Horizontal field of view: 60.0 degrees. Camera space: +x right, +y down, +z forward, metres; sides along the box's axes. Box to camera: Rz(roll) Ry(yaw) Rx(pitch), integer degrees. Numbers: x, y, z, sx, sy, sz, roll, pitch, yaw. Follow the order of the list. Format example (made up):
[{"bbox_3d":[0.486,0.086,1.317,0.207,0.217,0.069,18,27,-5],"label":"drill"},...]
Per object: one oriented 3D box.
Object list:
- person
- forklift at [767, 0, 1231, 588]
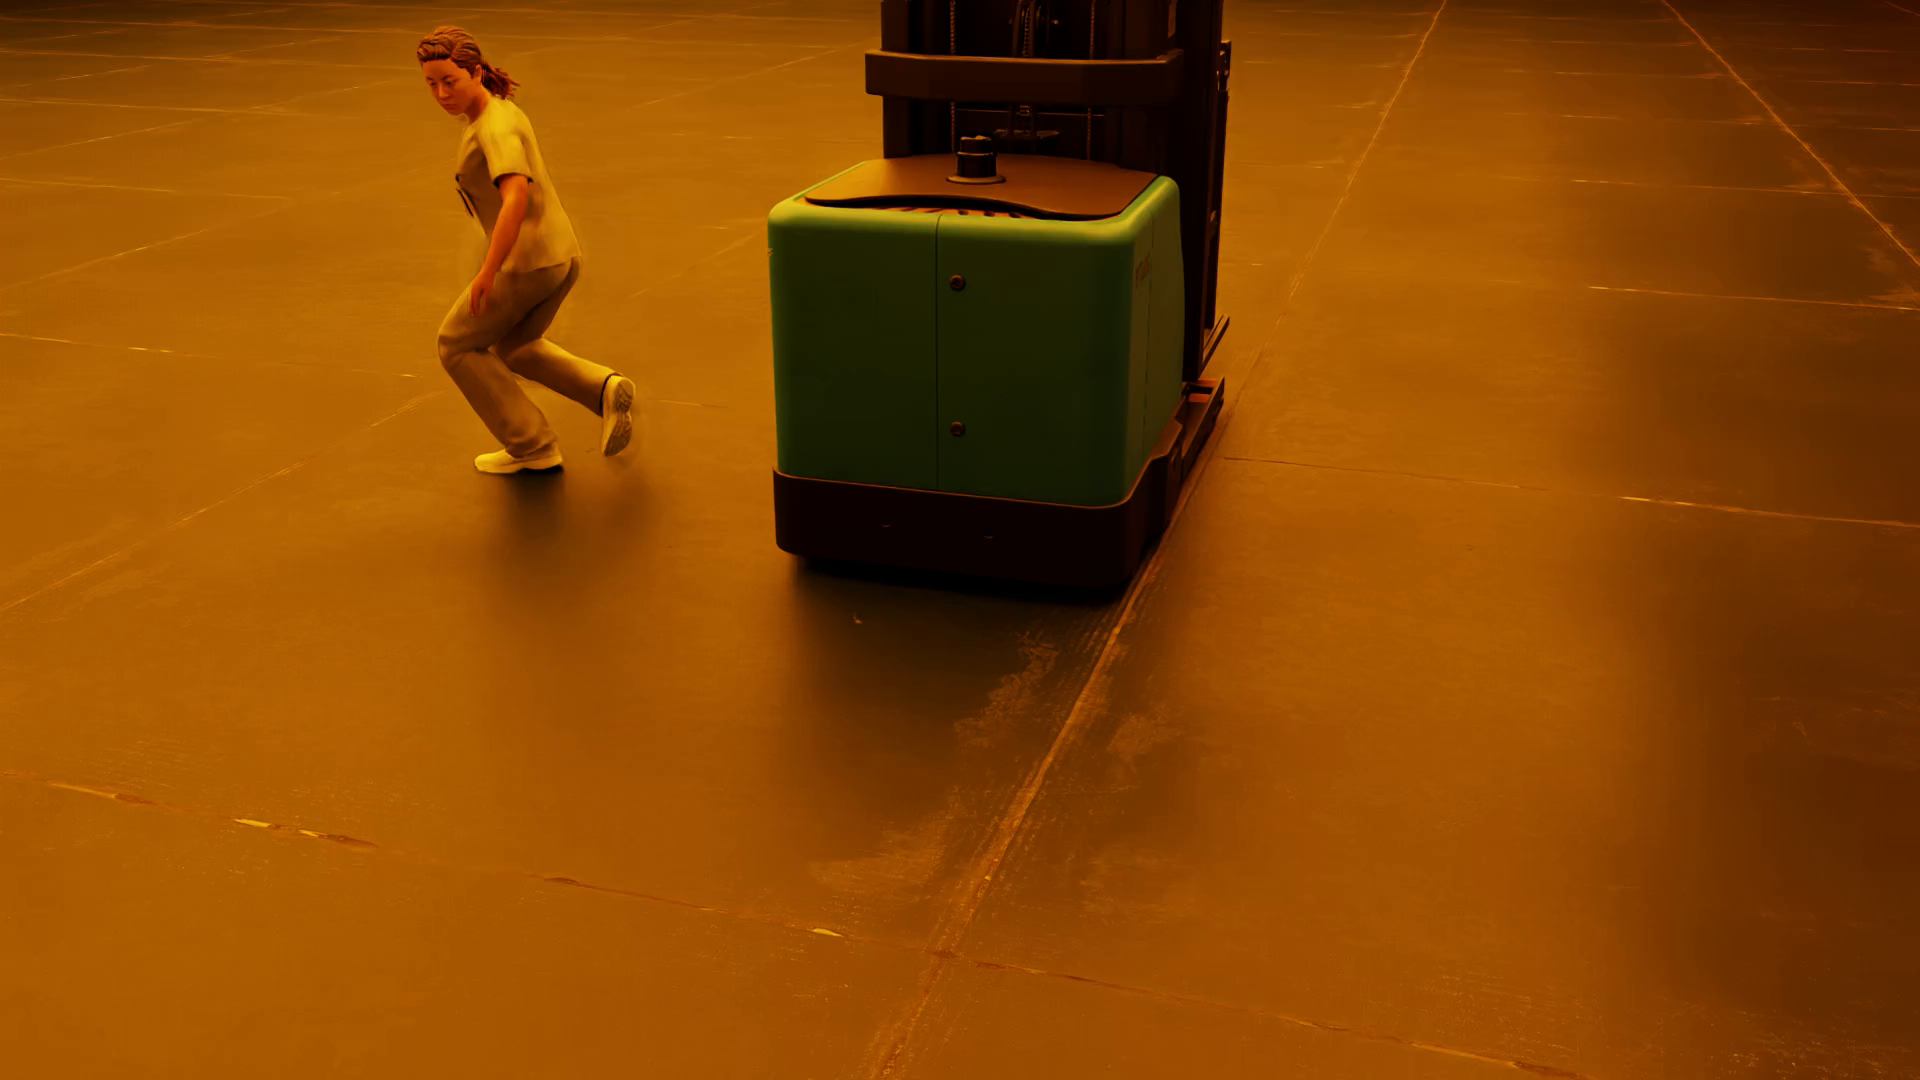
[{"bbox_3d":[-1.440,-0.946,5.522,0.639,1.472,0.722,2,22,4],"label":"person"},{"bbox_3d":[0.358,-1.754,5.528,1.130,2.935,3.031,6,23,15],"label":"forklift"}]
